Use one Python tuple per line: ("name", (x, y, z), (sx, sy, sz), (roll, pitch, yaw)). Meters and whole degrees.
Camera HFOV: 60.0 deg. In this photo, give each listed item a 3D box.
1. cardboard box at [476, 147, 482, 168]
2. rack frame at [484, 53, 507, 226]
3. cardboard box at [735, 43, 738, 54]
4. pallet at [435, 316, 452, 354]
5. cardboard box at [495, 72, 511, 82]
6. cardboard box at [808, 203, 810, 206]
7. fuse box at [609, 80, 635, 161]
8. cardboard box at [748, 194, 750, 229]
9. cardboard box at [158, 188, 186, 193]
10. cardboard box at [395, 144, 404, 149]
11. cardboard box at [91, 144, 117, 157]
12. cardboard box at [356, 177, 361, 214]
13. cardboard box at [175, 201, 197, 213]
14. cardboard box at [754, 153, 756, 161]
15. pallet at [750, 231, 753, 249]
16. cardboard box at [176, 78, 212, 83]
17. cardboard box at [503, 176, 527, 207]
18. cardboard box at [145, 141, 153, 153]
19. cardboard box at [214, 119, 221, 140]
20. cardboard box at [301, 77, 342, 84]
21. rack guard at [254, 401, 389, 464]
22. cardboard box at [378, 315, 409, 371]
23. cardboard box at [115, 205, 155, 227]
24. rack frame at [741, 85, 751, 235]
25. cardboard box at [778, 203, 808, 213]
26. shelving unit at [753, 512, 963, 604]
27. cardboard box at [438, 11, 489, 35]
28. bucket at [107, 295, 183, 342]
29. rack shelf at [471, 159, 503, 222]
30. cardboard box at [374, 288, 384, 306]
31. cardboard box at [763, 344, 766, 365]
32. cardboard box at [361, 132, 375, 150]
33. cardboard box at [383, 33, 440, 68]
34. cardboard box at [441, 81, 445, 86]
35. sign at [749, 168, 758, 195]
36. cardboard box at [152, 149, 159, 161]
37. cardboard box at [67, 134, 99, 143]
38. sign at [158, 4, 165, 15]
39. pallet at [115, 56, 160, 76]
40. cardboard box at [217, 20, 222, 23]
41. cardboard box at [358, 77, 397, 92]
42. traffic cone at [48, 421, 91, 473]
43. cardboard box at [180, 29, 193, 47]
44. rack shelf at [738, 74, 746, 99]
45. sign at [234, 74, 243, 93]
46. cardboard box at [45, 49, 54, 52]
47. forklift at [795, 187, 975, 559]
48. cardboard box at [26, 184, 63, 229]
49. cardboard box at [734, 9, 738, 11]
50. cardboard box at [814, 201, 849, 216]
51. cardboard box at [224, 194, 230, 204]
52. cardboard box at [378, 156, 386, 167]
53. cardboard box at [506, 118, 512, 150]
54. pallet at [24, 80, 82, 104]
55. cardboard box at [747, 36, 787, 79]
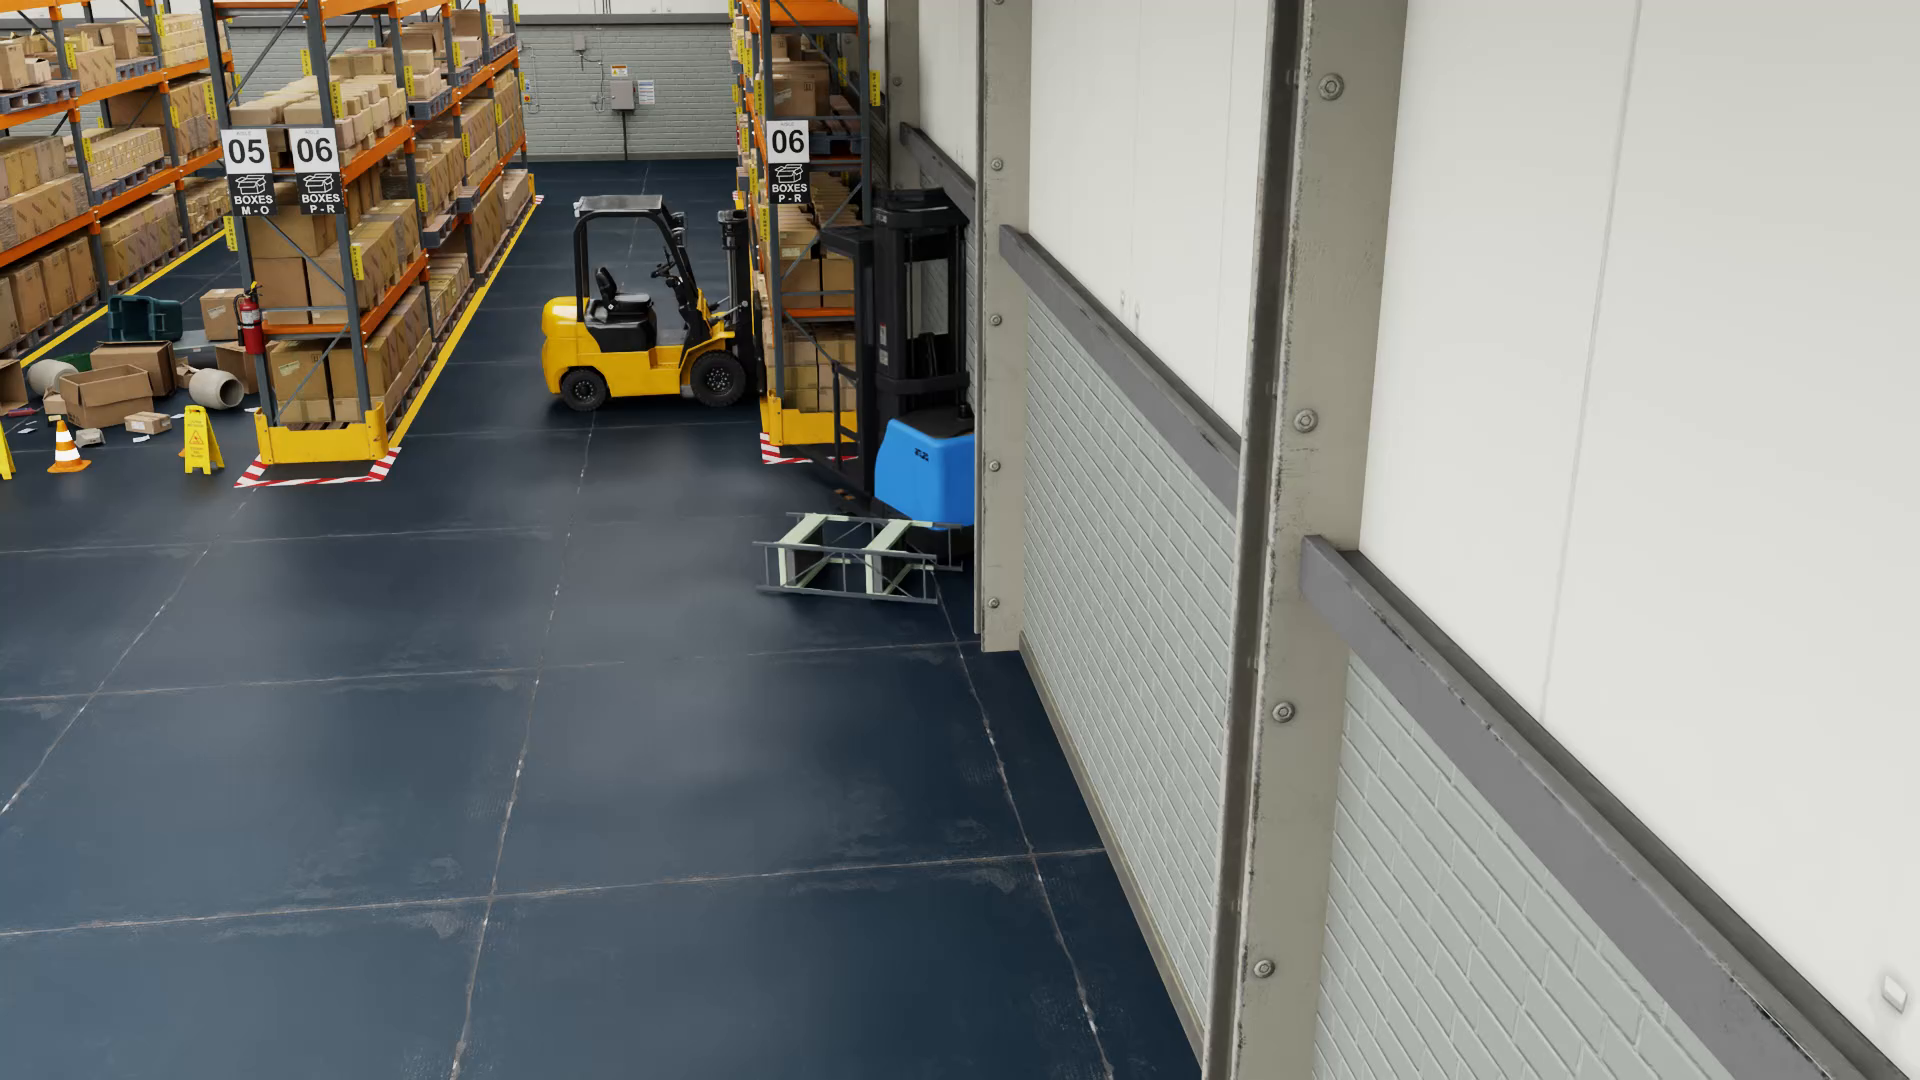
("cardboard box", (-7.396, -5.679, 24.708), (0.500, 0.250, 0.500), (-3, 21, -8))
("rack frame", (-8.011, -6.360, 27.031), (1.000, 3.000, 0.127), (-3, 21, -8))
("cardboard box", (-3.273, -7.577, 25.619), (0.380, 0.149, 0.250), (-2, 21, -6))
("pallet", (-6.971, -2.553, 20.824), (1.003, 0.211, 1.213), (-3, 21, -8))
("cardboard box", (-8.161, -8.189, 29.428), (0.380, 0.149, 0.250), (-2, 21, -7))
("cardboard box", (-1.646, -4.094, 19.894), (0.380, 0.149, 0.250), (-3, 21, -8))
("fuse box", (-7.324, -9.148, 36.337), (0.539, 1.711, 0.414), (-3, 21, -8))
("cardboard box", (-3.253, -5.458, 27.590), (0.500, 0.500, 0.500), (-2, 21, -5))
("cardboard box", (-13.523, -5.947, 28.549), (0.380, 0.149, 0.250), (-3, 21, -7))
("cardboard box", (-7.516, -5.010, 22.249), (0.500, 0.500, 0.500), (-2, 21, -5))
("cardboard box", (-12.344, -5.581, 23.855), (0.380, 0.149, 0.250), (-2, 21, -5))
("cardboard box", (-6.911, -3.728, 17.988), (0.700, 0.500, 0.500), (-3, 21, -9))
("cardboard box", (-12.720, -5.443, 27.201), (0.380, 0.149, 0.250), (-2, 21, -5))
("cardboard box", (-2.666, -5.272, 23.048), (0.380, 0.149, 0.250), (-2, 21, -6))
("pallet", (-2.945, -5.025, 27.444), (1.003, 0.211, 1.213), (-3, 21, -8))
("cardboard box", (-13.002, -7.614, 28.391), (0.500, 0.500, 0.500), (-2, 21, -5))
("cardboard box", (-8.253, -6.201, 29.668), (0.875, 0.438, 0.875), (-2, 21, -6))
("cardboard box", (-12.570, -5.988, 25.371), (0.380, 0.149, 0.250), (-2, 21, -5))
("cardboard box", (-13.000, -7.150, 28.579), (0.500, 0.500, 0.500), (-3, 21, -8))
("cardboard box", (-7.069, -5.037, 18.421), (0.380, 0.149, 0.250), (-2, 21, -6))
("rack guard", (-6.292, -1.060, 16.415), (1.175, 0.500, 0.348), (-3, 21, -8))
("cardboard box", (-6.272, -2.121, 17.940), (0.500, 0.500, 0.500), (-3, 21, -7))
("cardboard box", (-12.386, -4.846, 24.879), (0.500, 0.250, 0.500), (-4, 21, -10))
("rack frame", (-3.100, -6.611, 27.705), (1.000, 3.000, 0.127), (-3, 21, -8))
("cardboard box", (-1.857, -3.591, 18.122), (0.380, 0.149, 0.250), (-3, 21, -7))
("shelving unit", (-0.802, 0.132, 13.270), (1.500, 0.431, 0.755), (4, 20, 15))
("cardboard box", (-8.237, -8.522, 27.643), (0.797, 0.503, 0.637), (-1, 21, -4))
("bucket", (-9.440, -2.553, 19.345), (0.726, 0.611, 0.620), (4, 11, 11))
("rack shelf", (-7.723, -5.330, 25.303), (1.077, 0.370, 4.000), (-3, 21, -8))
("cardboard box", (-6.125, -2.488, 17.024), (0.380, 0.149, 0.250), (-3, 21, -7))
("cardboard box", (-1.906, -2.104, 18.252), (0.500, 0.250, 0.500), (-3, 21, -9))
("cardboard box", (-6.198, -4.071, 16.975), (0.380, 0.149, 0.250), (-3, 21, -7))
("cardboard box", (-7.638, -6.748, 23.036), (0.797, 0.503, 0.637), (-4, 21, -11))
("cardboard box", (-7.137, -6.078, 22.349), (0.380, 0.149, 0.250), (-3, 21, -8))
("sign", (-2.482, -4.316, 20.018), (0.100, 0.325, 0.005), (-3, 21, -8))
("cardboard box", (-12.603, -5.937, 25.657), (0.380, 0.149, 0.250), (-3, 21, -7))
("cardboard box", (-13.179, -6.002, 24.981), (0.380, 0.149, 0.250), (-3, 21, -8))
("sign", (-14.008, -9.247, 29.226), (0.100, 0.325, 0.005), (-3, 21, -8))
("pallet", (-12.911, -7.173, 25.190), (1.213, 0.211, 1.003), (-3, 21, -8))
("cardboard box", (-13.133, -9.116, 29.053), (0.380, 0.149, 0.250), (-3, 21, -8))
("cardboard box", (-6.483, -5.066, 18.499), (0.380, 0.149, 0.250), (-3, 21, -9))
("traffic cone", (-8.669, -0.927, 16.110), (0.336, 0.463, 0.334), (-3, 21, -8))
("cardboard box", (-12.853, -8.171, 27.092), (0.500, 0.250, 0.500), (-3, 21, -7))
("rack shelf", (-2.811, -6.987, 25.452), (1.077, 0.370, 4.000), (-3, 21, -8))
("sign", (-12.919, -8.172, 29.775), (0.100, 0.325, 0.005), (-3, 21, -8))
("cardboard box", (-12.737, -6.500, 22.975), (0.500, 0.500, 0.500), (-3, 21, -8))
("forklift", (-0.532, -1.684, 14.610), (1.130, 2.935, 3.031), (-12, 24, -29))
("cardboard box", (-11.845, -4.249, 21.236), (0.500, 0.500, 0.500), (-3, 21, -9))
("cardboard box", (-3.861, -9.538, 30.329), (0.500, 0.250, 0.500), (-3, 21, -8))
("cardboard box", (-1.401, -3.611, 18.175), (0.380, 0.149, 0.250), (-3, 21, -7))
("cardboard box", (-12.949, -5.934, 28.940), (0.380, 0.149, 0.250), (-3, 21, -7))
("cardboard box", (-7.260, -4.663, 20.393), (0.380, 0.149, 0.250), (-4, 21, -9))
("cardboard box", (-7.953, -6.929, 28.413), (0.500, 0.500, 0.500), (-3, 21, -7))
("pallet", (-12.173, -5.787, 21.479), (1.213, 0.211, 1.003), (-2, 21, -5))
("cardboard box", (-2.513, -6.307, 21.715), (0.500, 0.500, 0.500), (-2, 21, -6))
